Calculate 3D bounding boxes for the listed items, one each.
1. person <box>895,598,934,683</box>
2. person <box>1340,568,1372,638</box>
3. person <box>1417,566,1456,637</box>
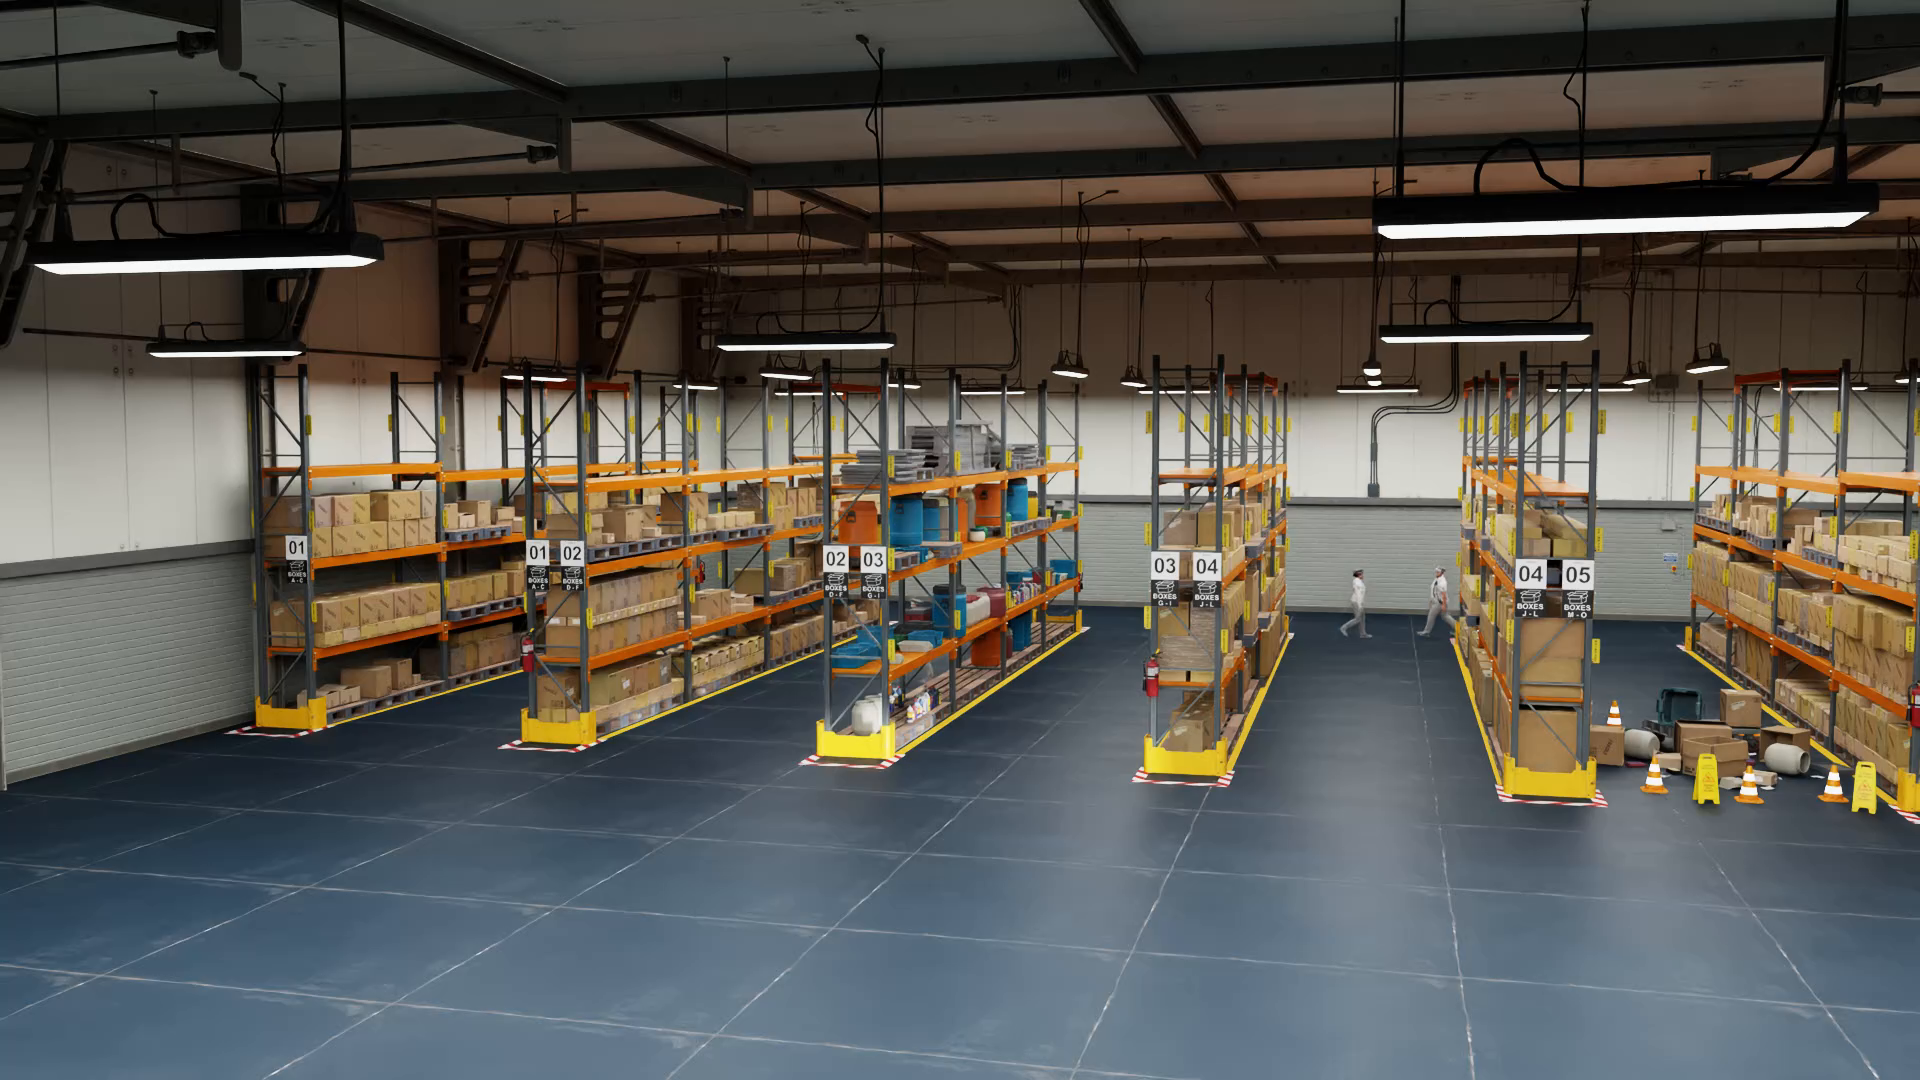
[{"bbox_3d":[-0.916,1.942,32.284,0.925,1.631,0.533,3,5,38],"label":"person"},{"bbox_3d":[9.292,1.475,38.946,0.768,1.655,0.520,1,4,8],"label":"person"},{"bbox_3d":[11.337,1.451,39.202,1.077,1.709,0.521,1,4,10],"label":"person"}]
